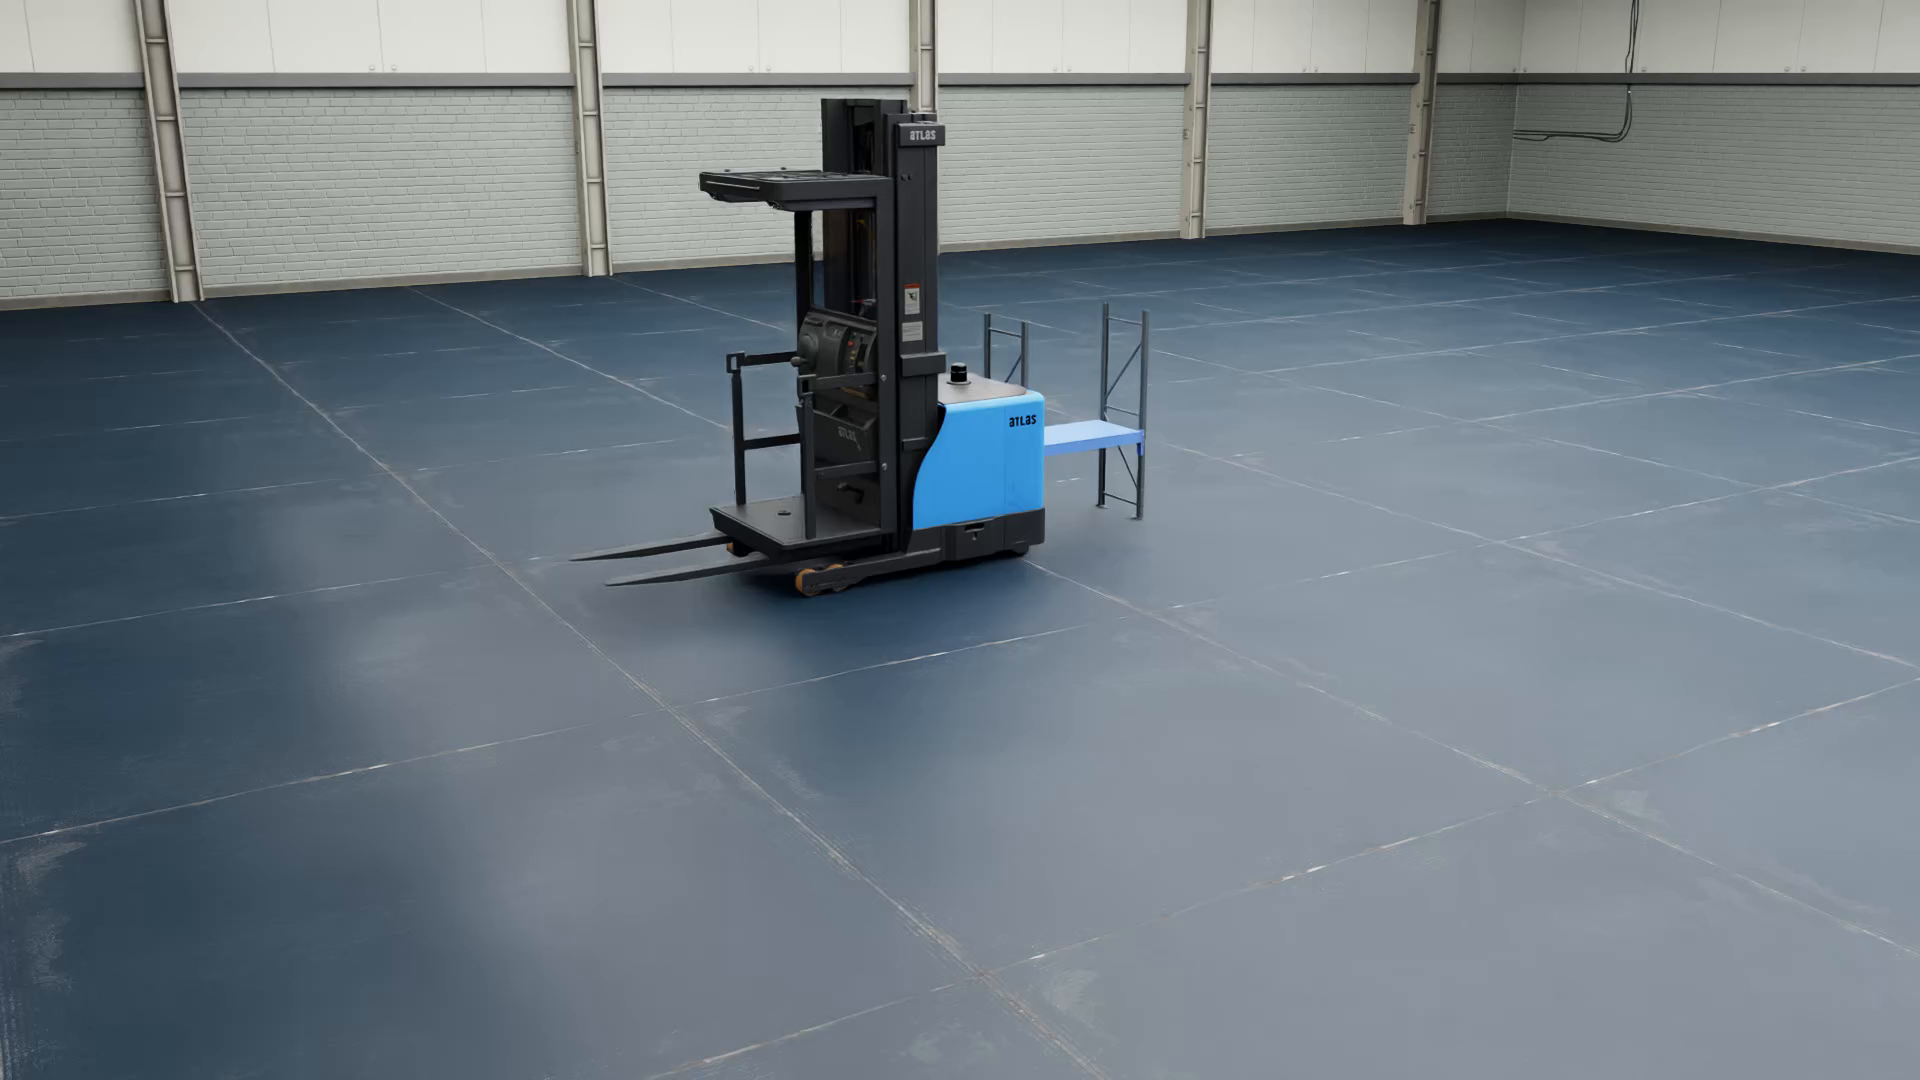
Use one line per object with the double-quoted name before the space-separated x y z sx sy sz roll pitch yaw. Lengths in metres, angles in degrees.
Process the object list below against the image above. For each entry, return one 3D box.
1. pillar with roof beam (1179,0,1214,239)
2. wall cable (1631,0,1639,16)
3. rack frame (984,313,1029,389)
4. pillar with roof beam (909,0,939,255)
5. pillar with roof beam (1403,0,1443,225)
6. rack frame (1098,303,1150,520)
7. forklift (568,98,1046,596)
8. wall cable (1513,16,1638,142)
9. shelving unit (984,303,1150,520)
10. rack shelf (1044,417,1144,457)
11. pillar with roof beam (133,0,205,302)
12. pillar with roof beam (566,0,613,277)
"pillar with roof beam" 6.738 -9.226 27.651 0.400 9.000 9.100 -9 18 -30
"wall cable" 14.263 -11.471 32.054 0.112 2.526 3.097 -9 18 -30
"rack frame" 0.310 -0.776 11.399 0.032 1.500 0.500 -10 18 -31
"pillar with roof beam" 1.595 -8.392 24.676 0.400 9.000 9.100 -9 18 -30
"pillar with roof beam" 11.881 -10.060 30.627 0.400 9.000 9.100 -9 18 -30
"rack frame" 1.168 -0.923 11.924 0.032 1.500 0.500 -10 18 -31
"forklift" -0.950 -1.229 10.365 3.031 2.935 1.130 -10 18 -31
"wall cable" 12.870 -9.665 34.968 0.112 2.526 3.097 -9 18 -30
"shelving unit" 0.739 -0.849 11.661 1.048 1.500 0.538 -10 18 -31
"rack shelf" 0.739 -0.676 11.710 1.000 0.185 0.538 -10 18 -31
"pillar with roof beam" -8.692 -6.724 18.725 0.400 9.000 9.100 -9 18 -30
"pillar with roof beam" -3.549 -7.558 21.701 0.400 9.000 9.100 -9 18 -30
